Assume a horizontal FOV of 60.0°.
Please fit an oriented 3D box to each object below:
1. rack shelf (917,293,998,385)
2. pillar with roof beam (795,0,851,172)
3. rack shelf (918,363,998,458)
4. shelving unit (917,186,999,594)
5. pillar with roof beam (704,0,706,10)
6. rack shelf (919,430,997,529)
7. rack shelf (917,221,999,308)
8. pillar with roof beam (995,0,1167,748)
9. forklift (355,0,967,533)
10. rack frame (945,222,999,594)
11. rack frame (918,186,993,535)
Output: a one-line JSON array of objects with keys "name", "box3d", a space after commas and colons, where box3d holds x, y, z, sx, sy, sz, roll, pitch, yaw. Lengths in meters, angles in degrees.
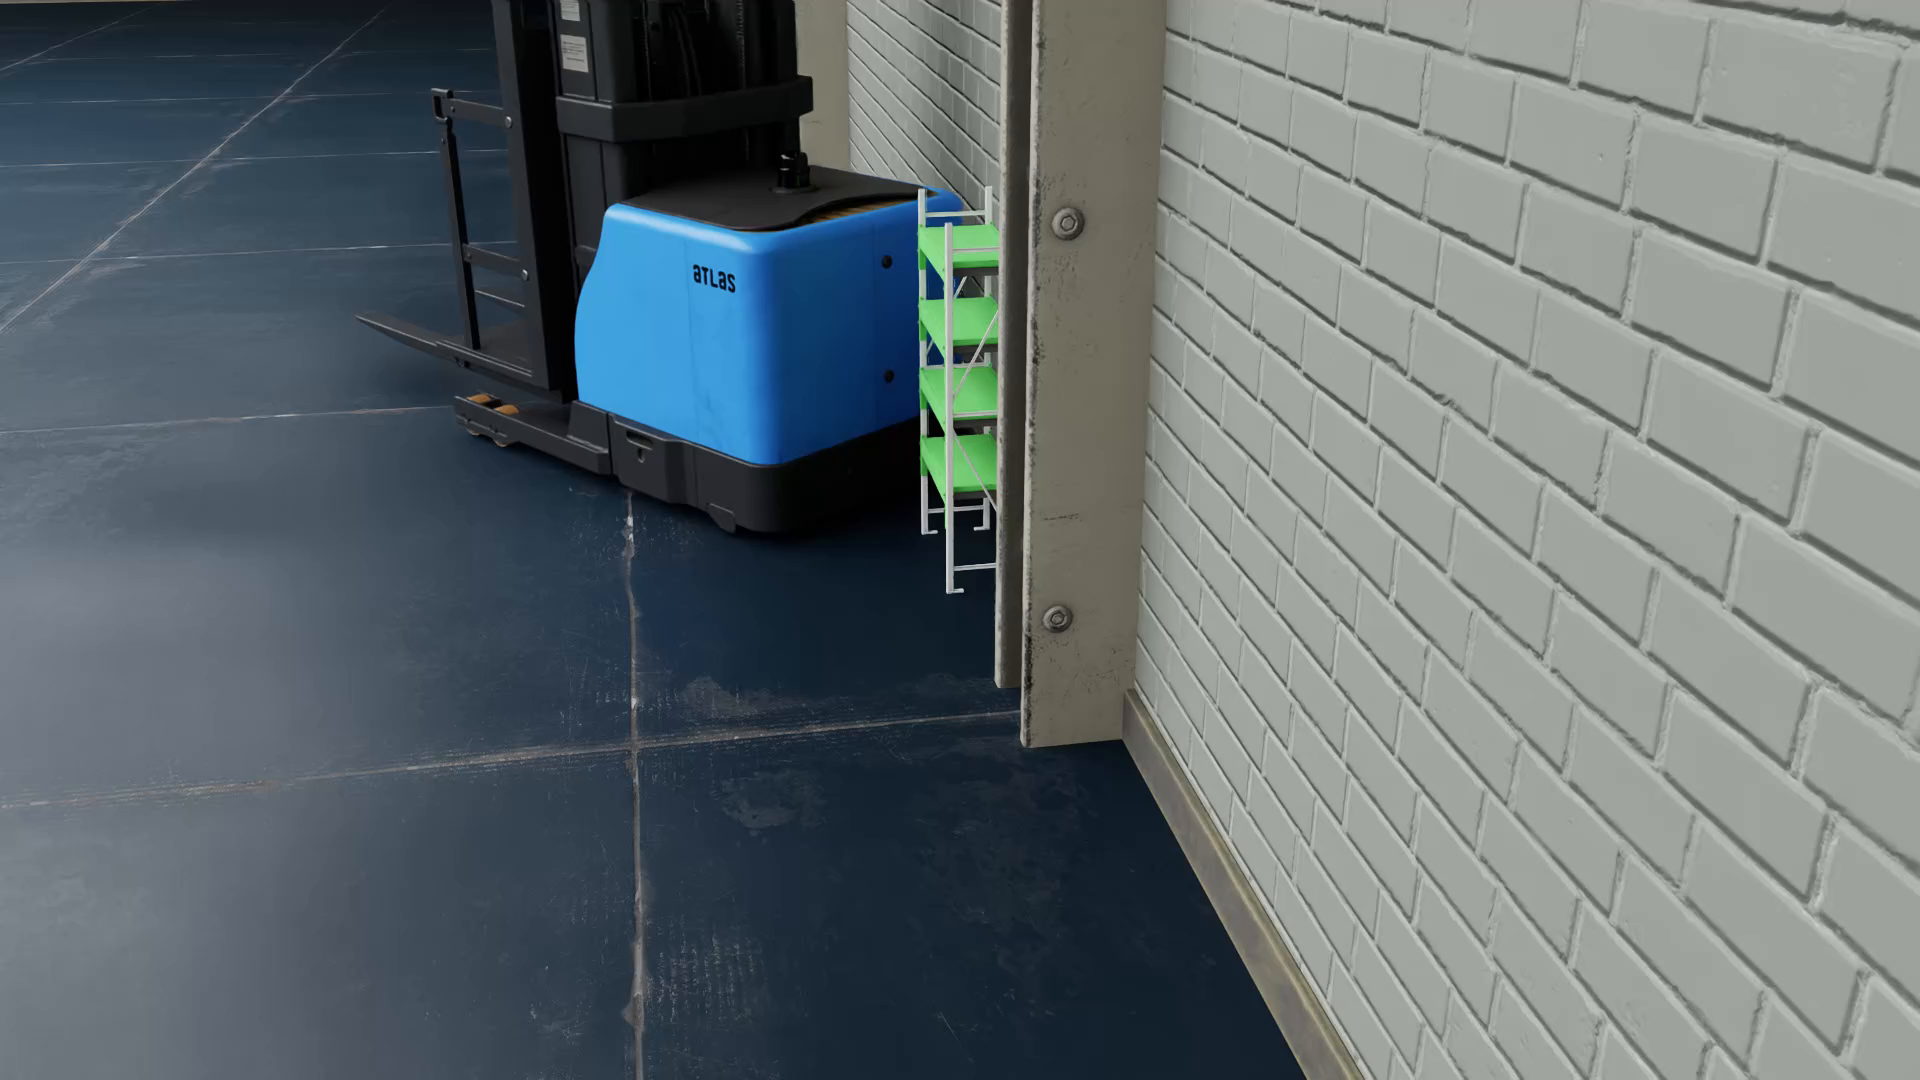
[{"name": "rack shelf", "box3d": [0.031, -0.646, 5.290, 0.258, 0.148, 0.480, -4, 24, -10]}, {"name": "pillar with roof beam", "box3d": [-5.052, -5.695, 7.547, 9.100, 9.000, 0.400, -4, 24, -10]}, {"name": "rack shelf", "box3d": [0.031, -0.426, 5.386, 0.258, 0.148, 0.480, -4, 24, -10]}, {"name": "shelving unit", "box3d": [0.031, -0.485, 5.361, 0.258, 1.200, 0.503, -4, 24, -10]}, {"name": "pillar with roof beam", "box3d": [-7.271, -10.415, 18.354, 9.100, 9.000, 0.400, -4, 24, -10]}, {"name": "rack shelf", "box3d": [0.031, -0.206, 5.482, 0.258, 0.148, 0.480, -4, 24, -10]}, {"name": "rack shelf", "box3d": [0.031, -0.866, 5.194, 0.258, 0.148, 0.480, -4, 24, -10]}, {"name": "pillar with roof beam", "box3d": [-3.943, -3.335, 2.143, 9.100, 9.000, 0.400, -4, 24, -10]}, {"name": "forklift", "box3d": [-1.399, -1.847, 6.318, 3.031, 2.935, 1.130, 20, 31, 38]}, {"name": "rack frame", "box3d": [0.076, -0.389, 5.141, 0.240, 1.200, 0.015, -4, 24, -10]}, {"name": "rack frame", "box3d": [-0.015, -0.581, 5.581, 0.240, 1.200, 0.015, -4, 24, -10]}]
